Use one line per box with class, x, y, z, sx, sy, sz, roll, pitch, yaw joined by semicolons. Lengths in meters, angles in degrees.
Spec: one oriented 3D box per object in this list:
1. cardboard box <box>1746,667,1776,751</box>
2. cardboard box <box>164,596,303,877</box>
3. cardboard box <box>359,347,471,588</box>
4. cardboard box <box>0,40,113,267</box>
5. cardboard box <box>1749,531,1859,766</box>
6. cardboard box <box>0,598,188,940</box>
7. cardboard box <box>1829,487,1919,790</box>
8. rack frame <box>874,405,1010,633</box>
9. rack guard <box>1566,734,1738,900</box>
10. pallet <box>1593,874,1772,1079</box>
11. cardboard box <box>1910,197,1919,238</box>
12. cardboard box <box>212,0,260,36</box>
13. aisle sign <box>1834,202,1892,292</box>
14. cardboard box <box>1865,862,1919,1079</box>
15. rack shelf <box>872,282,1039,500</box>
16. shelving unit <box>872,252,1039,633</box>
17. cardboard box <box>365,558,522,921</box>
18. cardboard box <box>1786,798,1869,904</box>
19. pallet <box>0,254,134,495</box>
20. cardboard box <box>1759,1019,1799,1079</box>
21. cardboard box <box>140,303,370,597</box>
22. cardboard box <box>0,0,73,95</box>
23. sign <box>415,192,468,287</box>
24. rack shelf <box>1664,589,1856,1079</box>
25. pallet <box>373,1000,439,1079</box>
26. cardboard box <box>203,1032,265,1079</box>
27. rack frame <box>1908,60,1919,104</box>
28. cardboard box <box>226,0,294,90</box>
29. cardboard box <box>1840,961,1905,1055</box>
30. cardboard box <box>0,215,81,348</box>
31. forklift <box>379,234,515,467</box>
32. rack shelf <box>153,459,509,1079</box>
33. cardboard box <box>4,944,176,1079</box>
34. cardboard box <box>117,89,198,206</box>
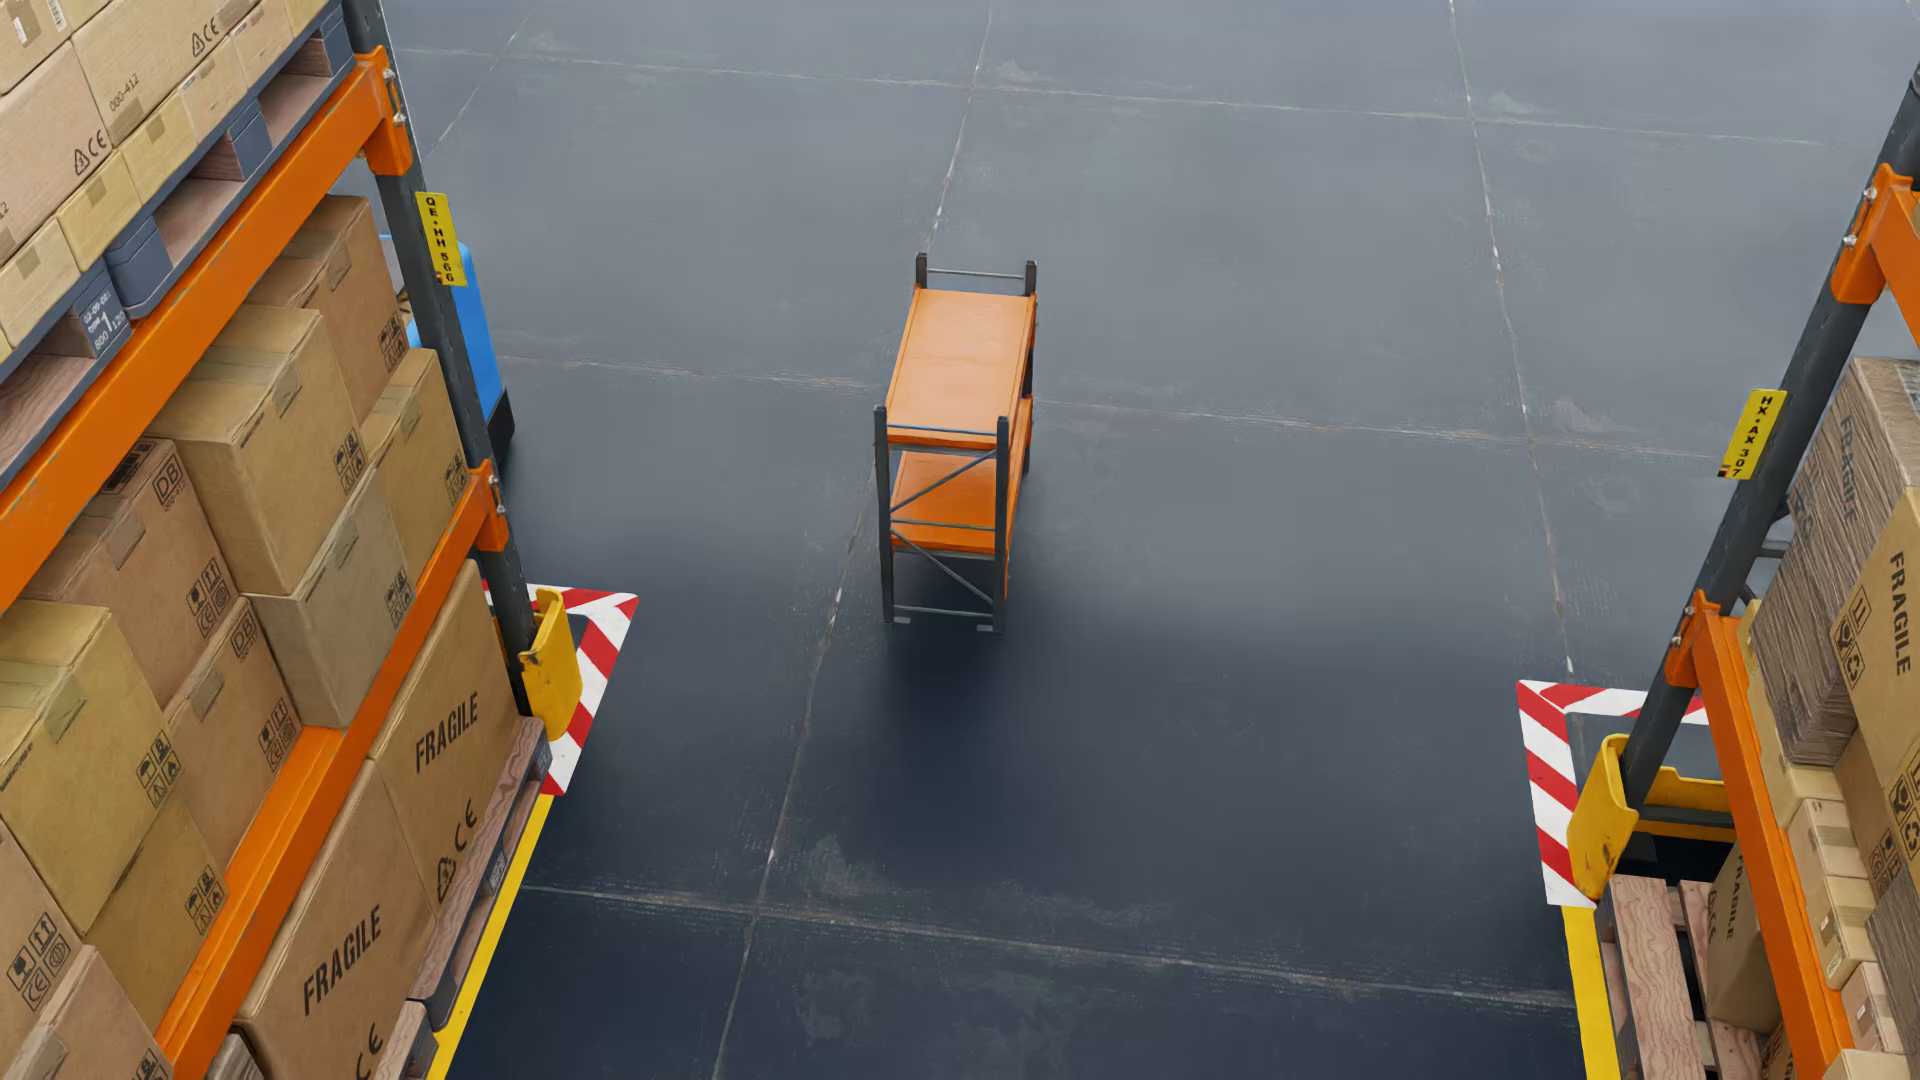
cardboard box;2.478;0.496;4.727;0.380;0.149;0.250;5;44;6
cardboard box;-2.353;0.494;4.438;0.875;0.550;0.550;5;44;6
cardboard box;-2.103;-0.253;5.227;0.875;0.550;0.550;5;44;6
cardboard box;-2.021;-0.745;3.189;0.500;0.250;0.500;5;44;5
cardboard box;2.704;0.292;4.471;0.875;0.500;0.500;5;44;6
cardboard box;-2.318;0.473;3.675;0.875;0.550;0.500;5;44;6
cardboard box;2.388;0.247;3.791;0.500;0.500;0.500;5;44;6
rack frame;-0.068;-0.057;6.492;0.500;1.125;0.032;5;44;6
rack guard;2.794;1.023;5.806;1.175;0.500;0.348;5;44;6
pallet;2.651;1.679;5.323;1.003;0.211;1.213;5;44;6
cardboard box;2.484;-0.666;3.699;0.500;0.250;0.500;6;44;7
cardboard box;-1.887;-1.428;3.910;0.500;0.250;0.500;6;44;6
aisle sign;2.515;-0.949;4.180;0.394;0.787;0.004;5;44;6
cardboard box;2.648;0.981;3.744;0.875;0.500;0.500;5;44;6
rack shelf;-0.001;-0.616;6.657;0.538;0.278;1.000;5;44;6
shelving unit;-0.001;-0.404;6.858;0.538;1.125;1.048;5;44;6
cardboard box;-2.123;0.631;5.641;0.875;0.875;0.875;5;44;6
cardboard box;2.417;0.838;4.366;0.380;0.149;0.250;5;44;6
pallet;-2.346;-0.172;3.133;1.003;0.211;1.213;5;44;6
cardboard box;2.660;1.654;4.834;0.500;0.500;0.500;16;46;16
cardboard box;-2.168;-0.270;4.459;0.875;0.550;0.550;5;44;6
cardboard box;-1.943;-0.980;3.147;0.380;0.149;0.250;5;44;6
sign;-1.563;-0.903;5.008;0.100;0.325;0.005;5;44;6
rack shelf;2.539;1.688;3.809;1.077;0.370;4.000;5;44;6
pallet;-2.291;1.938;5.050;1.003;0.211;1.213;5;44;6
cardboard box;-2.360;1.852;4.352;0.875;0.875;0.875;6;44;6
rack frame;2.804;-2.114;2.938;1.000;3.000;0.127;5;44;6
cardboard box;-1.841;-1.213;3.973;0.380;0.149;0.250;6;44;6
cardboard box;2.371;1.180;4.005;0.380;0.149;0.250;5;44;6
cardboard box;-1.976;-0.519;3.240;0.380;0.149;0.250;6;44;6
forklift;-3.608;-1.341;6.534;3.031;2.935;1.130;4;44;5
rack shelf;-2.364;1.169;4.357;1.077;0.370;4.000;5;44;6
cardboard box;-2.353;1.229;3.661;0.875;0.550;0.550;5;44;6
cardboard box;-1.909;-0.866;3.606;0.380;0.149;0.250;6;44;6
